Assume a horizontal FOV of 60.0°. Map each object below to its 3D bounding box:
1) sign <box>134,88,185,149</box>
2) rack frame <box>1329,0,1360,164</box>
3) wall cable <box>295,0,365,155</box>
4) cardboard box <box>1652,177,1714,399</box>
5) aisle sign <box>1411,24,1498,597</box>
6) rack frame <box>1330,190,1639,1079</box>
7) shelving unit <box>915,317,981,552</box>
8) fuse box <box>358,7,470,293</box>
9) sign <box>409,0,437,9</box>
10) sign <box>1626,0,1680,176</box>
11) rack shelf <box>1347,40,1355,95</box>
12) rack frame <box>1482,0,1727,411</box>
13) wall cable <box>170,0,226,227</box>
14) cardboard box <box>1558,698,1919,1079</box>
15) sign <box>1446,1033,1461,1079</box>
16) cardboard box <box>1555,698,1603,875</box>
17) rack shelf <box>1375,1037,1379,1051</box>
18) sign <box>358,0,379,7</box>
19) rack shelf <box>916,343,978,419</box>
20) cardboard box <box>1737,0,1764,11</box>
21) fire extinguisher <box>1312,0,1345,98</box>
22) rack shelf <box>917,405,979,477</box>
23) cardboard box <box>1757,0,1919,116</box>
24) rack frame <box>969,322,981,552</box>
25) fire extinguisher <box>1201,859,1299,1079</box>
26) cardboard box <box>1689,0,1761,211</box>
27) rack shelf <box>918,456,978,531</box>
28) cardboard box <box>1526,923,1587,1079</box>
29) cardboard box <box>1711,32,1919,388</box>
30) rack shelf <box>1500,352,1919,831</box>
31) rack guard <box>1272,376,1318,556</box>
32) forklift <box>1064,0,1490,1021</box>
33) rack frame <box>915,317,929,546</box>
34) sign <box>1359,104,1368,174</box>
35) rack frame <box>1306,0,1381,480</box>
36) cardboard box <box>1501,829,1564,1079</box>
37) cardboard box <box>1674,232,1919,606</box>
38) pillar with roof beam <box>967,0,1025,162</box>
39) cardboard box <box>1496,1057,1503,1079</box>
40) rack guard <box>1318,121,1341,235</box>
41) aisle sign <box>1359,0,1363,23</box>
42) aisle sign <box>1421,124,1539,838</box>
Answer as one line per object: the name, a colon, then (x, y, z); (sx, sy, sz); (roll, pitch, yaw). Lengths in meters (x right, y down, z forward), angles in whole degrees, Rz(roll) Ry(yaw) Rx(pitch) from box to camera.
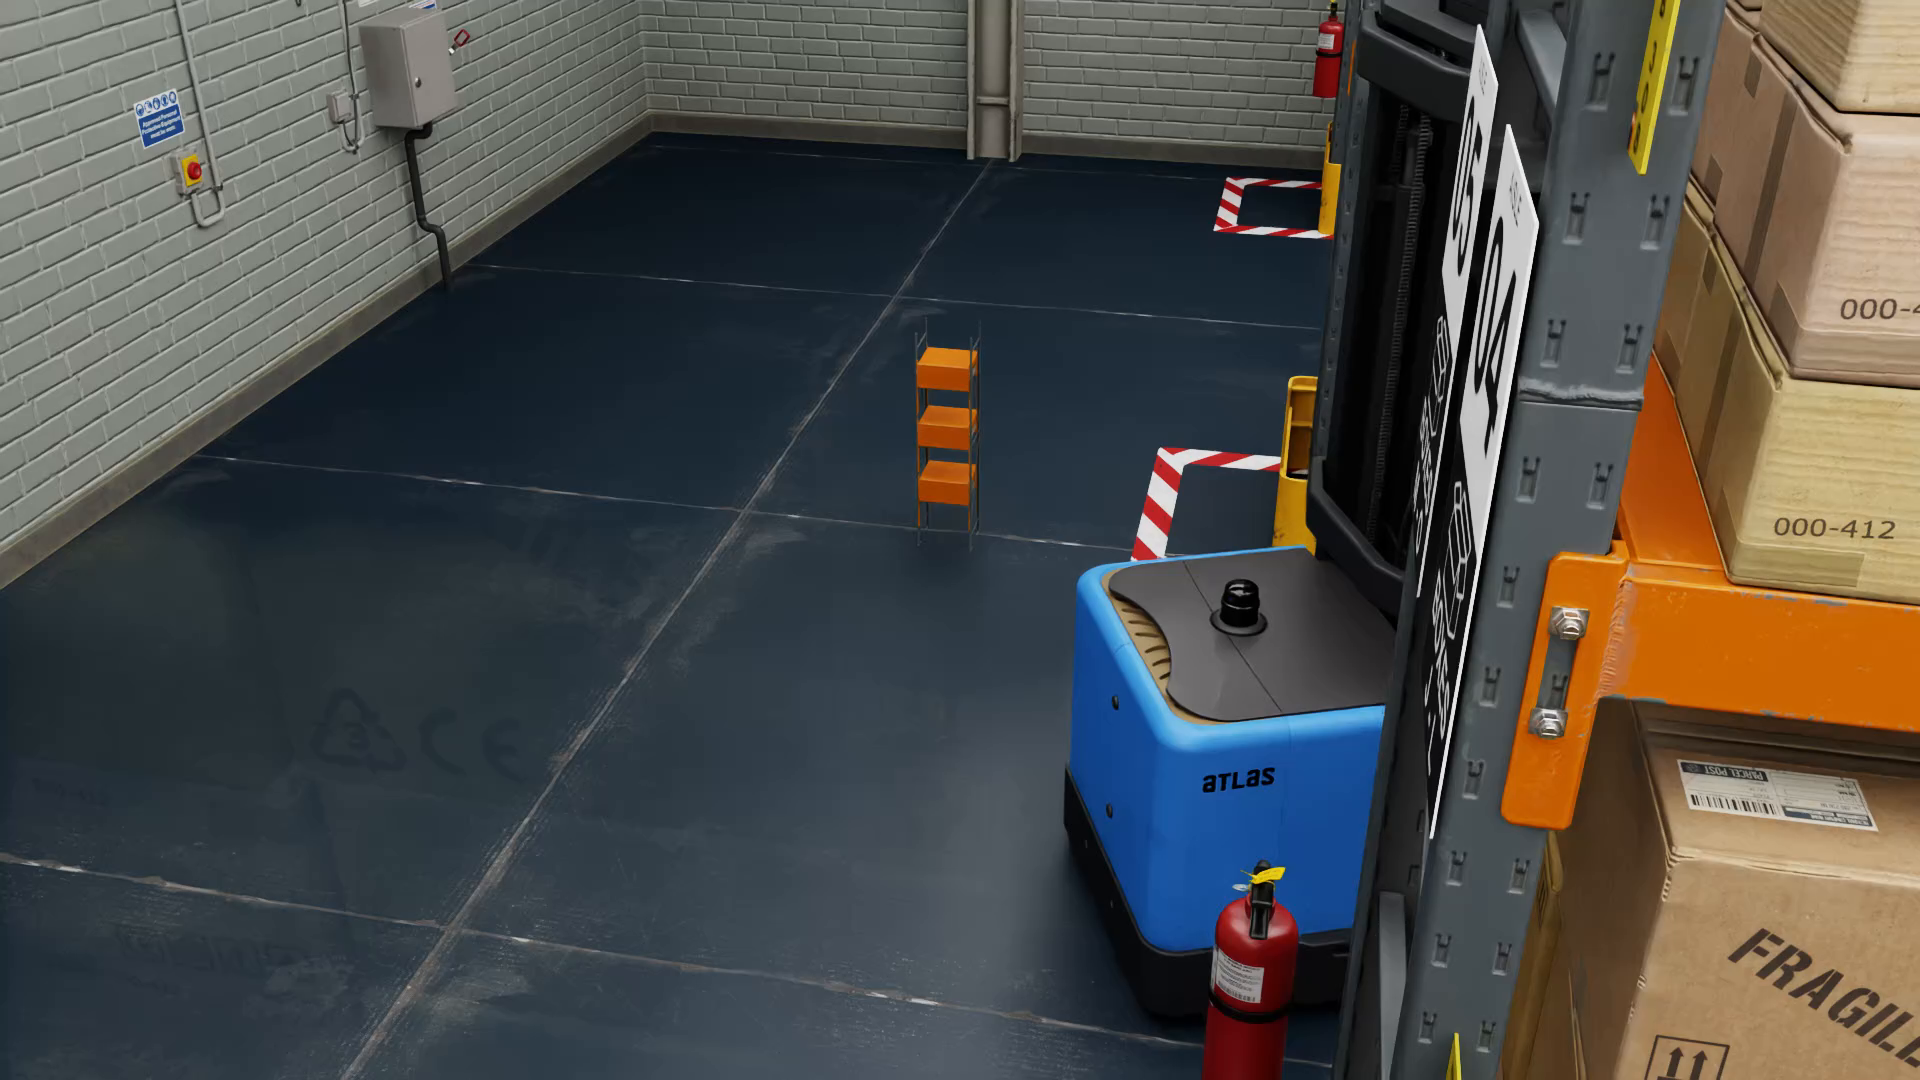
sign: (-3.894, -2.052, 8.093); (0.001, 0.218, 0.327); (6, 29, 11)
rack frame: (2.728, -3.727, 11.434); (0.127, 3.000, 1.000); (6, 29, 11)
wall cable: (-3.540, -3.063, 9.163); (0.122, 1.984, 0.588); (6, 29, 11)
cardboard box: (1.260, -0.389, 2.370); (0.500, 0.250, 0.500); (5, 29, 9)
aisle sign: (0.751, -0.349, 2.558); (0.004, 0.787, 0.394); (6, 29, 11)
rack frame: (0.760, 0.939, 2.911); (0.127, 3.000, 1.000); (6, 29, 11)
shelving unit: (-0.052, -0.466, 7.508); (0.252, 1.050, 0.215); (6, 29, 11)
fuse box: (-3.243, -2.357, 10.273); (0.414, 1.711, 0.539); (6, 29, 11)
sign: (-3.343, -3.133, 10.448); (0.001, 0.494, 0.329); (6, 29, 11)
sign: (0.647, -0.505, 1.515); (0.005, 0.325, 0.100); (6, 29, 11)
rack shelf: (4.684, -3.211, 11.241); (4.000, 0.370, 1.077); (6, 29, 11)
rack frame: (0.760, -1.692, 1.470); (0.127, 3.000, 1.000); (6, 29, 11)
wall cable: (-3.825, -2.410, 7.937); (0.123, 1.953, 0.585); (6, 29, 11)
cardboard box: (1.143, 0.496, 2.266); (0.500, 0.500, 0.500); (6, 29, 10)
sign: (0.647, 0.814, 2.238); (0.005, 0.325, 0.100); (6, 29, 11)
cardboard box: (1.259, 0.255, 2.705); (0.500, 0.500, 0.500); (5, 29, 10)
rack shelf: (2.716, 1.455, 2.717); (4.000, 0.370, 1.077); (6, 29, 11)
sign: (-3.457, -3.279, 9.756); (0.001, 0.242, 0.339); (6, 29, 11)
rack shelf: (-0.052, -0.705, 7.377); (0.240, 0.259, 0.215); (6, 29, 11)
cardboard box: (1.146, -0.810, 2.202); (0.250, 0.149, 0.380); (6, 29, 10)
fire extinguisher: (2.487, -3.327, 11.173); (0.183, 0.674, 0.296); (6, 29, 11)
rack shelf: (-0.052, -0.457, 7.513); (0.240, 0.259, 0.215); (6, 29, 11)
cardboard box: (1.029, -0.566, 1.756); (0.250, 0.149, 0.380); (6, 29, 10)
rack frame: (0.067, -0.454, 7.485); (0.008, 1.050, 0.200); (6, 29, 11)
fire extinguisher: (0.610, 0.895, 3.461); (0.183, 0.674, 0.296); (6, 29, 11)
cardboard box: (1.263, -0.603, 2.241); (0.500, 0.250, 0.500); (5, 29, 9)
rack shelf: (-0.052, -0.213, 7.646); (0.240, 0.259, 0.215); (6, 29, 11)
cardboard box: (1.141, 0.940, 2.496); (0.500, 0.500, 0.500); (7, 30, 13)
cardboard box: (1.145, -0.363, 1.802); (0.500, 0.250, 0.500); (6, 29, 11)
rack shelf: (2.716, 0.139, 1.997); (4.000, 0.370, 1.077); (6, 29, 11)
rack guard: (1.671, -0.302, 7.780); (0.348, 0.500, 1.175); (6, 29, 11)
forklift: (1.932, -0.177, 5.020); (3.031, 2.935, 1.130); (-6, 29, -10)
rack frame: (-0.172, -0.478, 7.530); (0.008, 1.050, 0.200); (6, 29, 11)
sign: (1.573, -1.550, 6.474); (0.005, 0.325, 0.100); (6, 29, 11)
rack frame: (1.695, -1.396, 7.176); (0.127, 3.000, 1.000); (6, 29, 11)
cardboard box: (1.253, 0.689, 2.954); (0.500, 0.500, 0.500); (6, 29, 12)
cardboard box: (1.146, -0.146, 1.925); (0.500, 0.250, 0.500); (7, 29, 12)
pillar with roof beam: (-0.620, -5.031, 7.568); (0.400, 9.000, 9.100); (6, 29, 11)
cardboard box: (1.138, 0.949, 3.154); (0.250, 0.149, 0.380); (6, 29, 11)
rack guard: (2.802, -2.623, 12.021); (0.348, 0.500, 1.175); (6, 29, 11)
aisle sign: (1.564, -2.407, 6.316); (0.004, 0.787, 0.394); (6, 29, 11)
aisle sign: (0.626, -0.068, 2.043); (0.004, 0.787, 0.394); (6, 29, 11)
